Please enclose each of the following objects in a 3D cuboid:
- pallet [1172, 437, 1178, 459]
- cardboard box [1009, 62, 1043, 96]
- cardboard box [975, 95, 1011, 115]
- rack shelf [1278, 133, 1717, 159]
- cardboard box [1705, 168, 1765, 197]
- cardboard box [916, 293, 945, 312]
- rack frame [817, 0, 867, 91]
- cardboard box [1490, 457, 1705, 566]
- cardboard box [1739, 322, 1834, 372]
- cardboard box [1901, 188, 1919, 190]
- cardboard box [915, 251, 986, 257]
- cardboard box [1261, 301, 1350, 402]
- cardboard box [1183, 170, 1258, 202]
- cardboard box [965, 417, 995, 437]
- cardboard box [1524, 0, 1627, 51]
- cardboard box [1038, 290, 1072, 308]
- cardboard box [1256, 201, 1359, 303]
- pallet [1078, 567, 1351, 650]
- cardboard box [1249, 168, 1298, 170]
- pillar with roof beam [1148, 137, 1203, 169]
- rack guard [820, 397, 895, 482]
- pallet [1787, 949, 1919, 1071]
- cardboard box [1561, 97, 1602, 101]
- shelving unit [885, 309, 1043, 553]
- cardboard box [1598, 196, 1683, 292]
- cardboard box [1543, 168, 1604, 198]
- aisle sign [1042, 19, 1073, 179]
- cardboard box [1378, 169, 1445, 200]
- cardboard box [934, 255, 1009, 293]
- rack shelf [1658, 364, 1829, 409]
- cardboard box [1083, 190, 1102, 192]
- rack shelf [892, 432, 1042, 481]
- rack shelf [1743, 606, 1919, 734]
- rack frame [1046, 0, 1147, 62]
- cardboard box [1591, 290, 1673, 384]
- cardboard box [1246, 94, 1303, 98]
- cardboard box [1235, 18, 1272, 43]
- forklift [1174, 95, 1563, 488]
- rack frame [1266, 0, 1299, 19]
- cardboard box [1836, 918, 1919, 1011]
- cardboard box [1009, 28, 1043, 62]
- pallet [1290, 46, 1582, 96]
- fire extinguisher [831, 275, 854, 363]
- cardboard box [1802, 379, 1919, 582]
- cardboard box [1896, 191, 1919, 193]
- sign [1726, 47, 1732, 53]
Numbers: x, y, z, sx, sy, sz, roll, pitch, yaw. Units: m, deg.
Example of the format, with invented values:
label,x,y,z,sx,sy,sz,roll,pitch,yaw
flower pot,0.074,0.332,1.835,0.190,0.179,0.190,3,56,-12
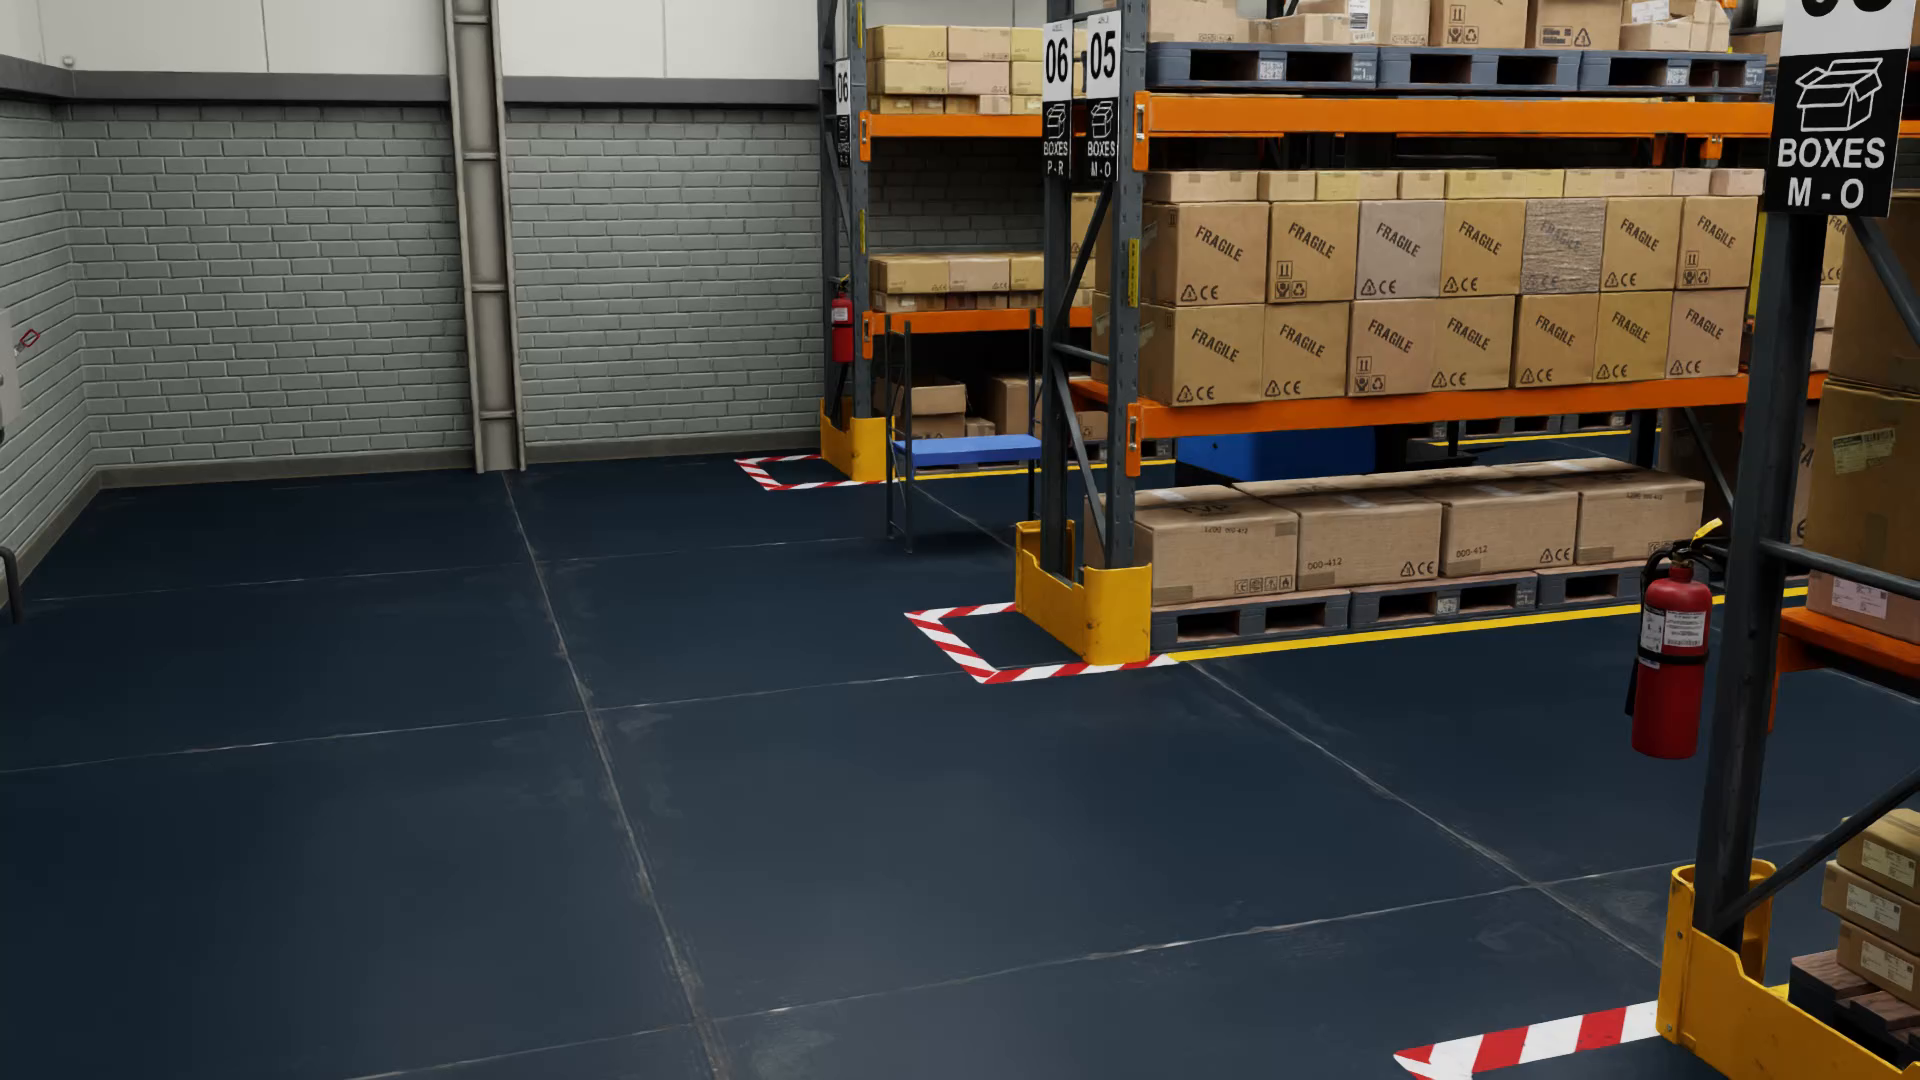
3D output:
label,x,y,z,sx,sy,sz,roll,pitch,yaw
pallet,2.223,-0.934,14.615,1.213,0.211,1.003,-4,14,-18
cardboard box,0.555,-3.627,13.109,0.500,0.250,0.500,-5,14,-20
cardboard box,0.217,-3.392,12.982,0.250,0.149,0.380,-4,14,-17
rack shelf,4.769,-3.598,14.861,4.000,0.370,1.077,-4,14,-18
cardboard box,4.270,-2.011,9.338,0.250,0.149,0.380,-5,14,-19
cardboard box,-0.292,-1.917,13.263,0.250,0.149,0.380,-4,14,-17
rack frame,-0.917,-4.965,12.569,0.127,3.000,1.000,-4,14,-18
cardboard box,3.831,-0.188,10.081,0.875,0.438,0.875,-5,14,-19
cardboard box,4.962,-1.155,9.839,0.500,0.250,0.500,-5,14,-19
cardboard box,6.264,-1.991,10.653,0.500,0.500,0.500,-4,14,-17
cardboard box,-0.077,-2.248,13.793,0.500,0.250,0.500,-4,14,-18
cardboard box,1.686,-1.022,8.743,0.500,0.500,0.500,-5,14,-19
cardboard box,1.320,-1.809,8.487,0.250,0.149,0.380,-4,14,-17
cardboard box,0.108,-0.911,13.743,0.250,0.149,0.380,-5,14,-20
cardboard box,3.193,-2.909,9.062,0.637,0.503,0.797,-3,14,-14
cardboard box,0.719,-1.972,13.495,0.250,0.149,0.380,-5,14,-20
cardboard box,1.703,-1.506,8.614,0.500,0.500,0.500,-5,14,-20
pallet,1.402,0.323,9.331,1.213,0.211,1.003,-4,14,-18
cardboard box,1.648,-1.950,9.080,0.250,0.149,0.380,-4,14,-17
pillar with roof beam,3.300,-4.462,10.456,0.400,9.000,9.100,-4,14,-18
rack guard,-0.845,-0.836,13.576,0.348,0.500,1.175,-4,14,-18
pallet,3.197,1.419,4.721,1.213,0.211,1.003,-4,14,-18
cardboard box,5.306,-3.858,14.721,0.500,0.250,0.500,-4,14,-18
shelving unit,0.081,-0.736,10.996,1.048,1.500,0.538,-4,14,-18
cardboard box,3.618,-1.657,9.251,0.500,0.500,0.500,-5,14,-19
cardboard box,3.286,-1.950,9.082,0.250,0.149,0.380,-5,14,-18
aisle sign,0.502,-2.285,8.650,0.004,0.787,0.394,-4,14,-18
cardboard box,2.328,-1.867,8.729,0.250,0.149,0.380,-4,14,-18
cardboard box,0.076,-2.130,13.295,0.500,0.250,0.500,-4,14,-17
rack shelf,6.356,-1.051,10.633,4.000,0.370,1.077,-4,14,-18
cardboard box,1.378,-2.726,14.184,0.500,0.500,0.500,-5,14,-20
rack shelf,0.081,-0.561,11.037,1.000,0.185,0.538,-4,14,-18
rack shelf,4.239,0.323,4.859,4.000,0.370,1.077,-4,14,-18
rack frame,0.669,-3.876,7.994,0.127,3.000,1.000,-4,14,-18
cardboard box,3.617,-1.172,9.373,0.500,0.500,0.500,-5,14,-19
cardboard box,2.496,-3.782,13.760,0.500,0.250,0.500,-4,14,-18
cardboard box,1.439,-2.649,8.736,0.250,0.149,0.380,-6,14,-22
forklift,3.152,-1.765,12.229,3.031,2.935,1.130,-6,15,-24
rack frame,2.874,-5.260,13.810,0.127,3.000,1.000,-4,14,-18
cardboard box,2.776,1.218,4.792,0.250,0.149,0.380,-4,14,-17
cardboard box,0.543,-3.872,13.056,0.500,0.250,0.500,-5,14,-19
pallet,2.527,-2.522,8.973,1.213,0.211,1.003,-4,14,-18
fire extinguisher,-0.909,-1.715,12.844,0.183,0.674,0.296,-4,14,-18
cardboard box,2.688,-0.163,4.486,0.500,0.500,0.500,-4,14,-17
cardboard box,5.919,-1.838,10.010,0.500,0.500,0.500,-5,14,-19
sign,6.836,-4.228,14.838,0.005,0.325,0.100,-4,14,-18
